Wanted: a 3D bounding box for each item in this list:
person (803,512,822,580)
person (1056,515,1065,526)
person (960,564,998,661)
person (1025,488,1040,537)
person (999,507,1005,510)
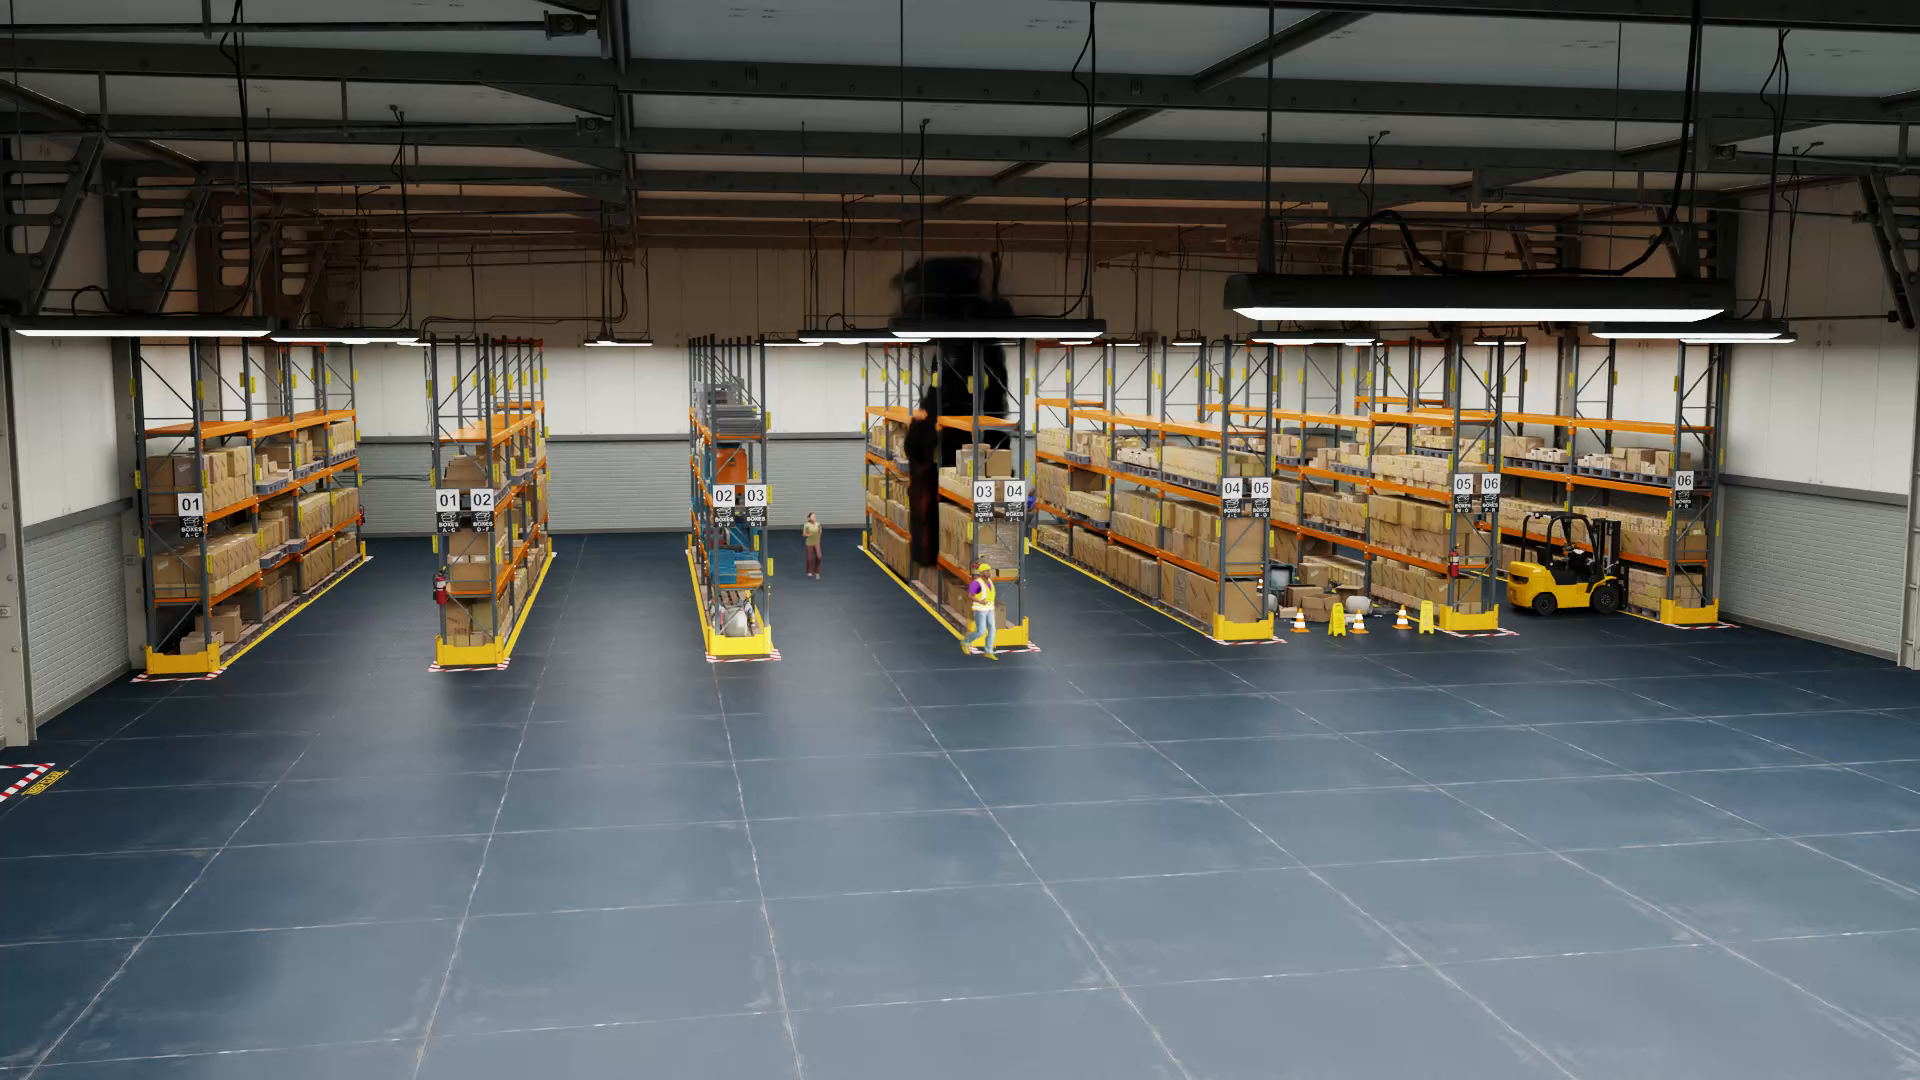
[{"bbox_3d":[-3.675,0.162,41.512,0.529,1.671,0.740,-2,7,-18],"label":"person"},{"bbox_3d":[3.079,-0.777,50.080,0.812,1.572,0.538,-4,8,-31],"label":"person"},{"bbox_3d":[0.423,1.329,30.898,0.812,1.773,0.724,5,8,40],"label":"person"},{"bbox_3d":[2.045,-0.764,49.917,0.684,1.595,0.693,1,7,5],"label":"person"},{"bbox_3d":[1.045,-0.548,47.780,0.620,1.683,0.733,0,7,2],"label":"person"}]
